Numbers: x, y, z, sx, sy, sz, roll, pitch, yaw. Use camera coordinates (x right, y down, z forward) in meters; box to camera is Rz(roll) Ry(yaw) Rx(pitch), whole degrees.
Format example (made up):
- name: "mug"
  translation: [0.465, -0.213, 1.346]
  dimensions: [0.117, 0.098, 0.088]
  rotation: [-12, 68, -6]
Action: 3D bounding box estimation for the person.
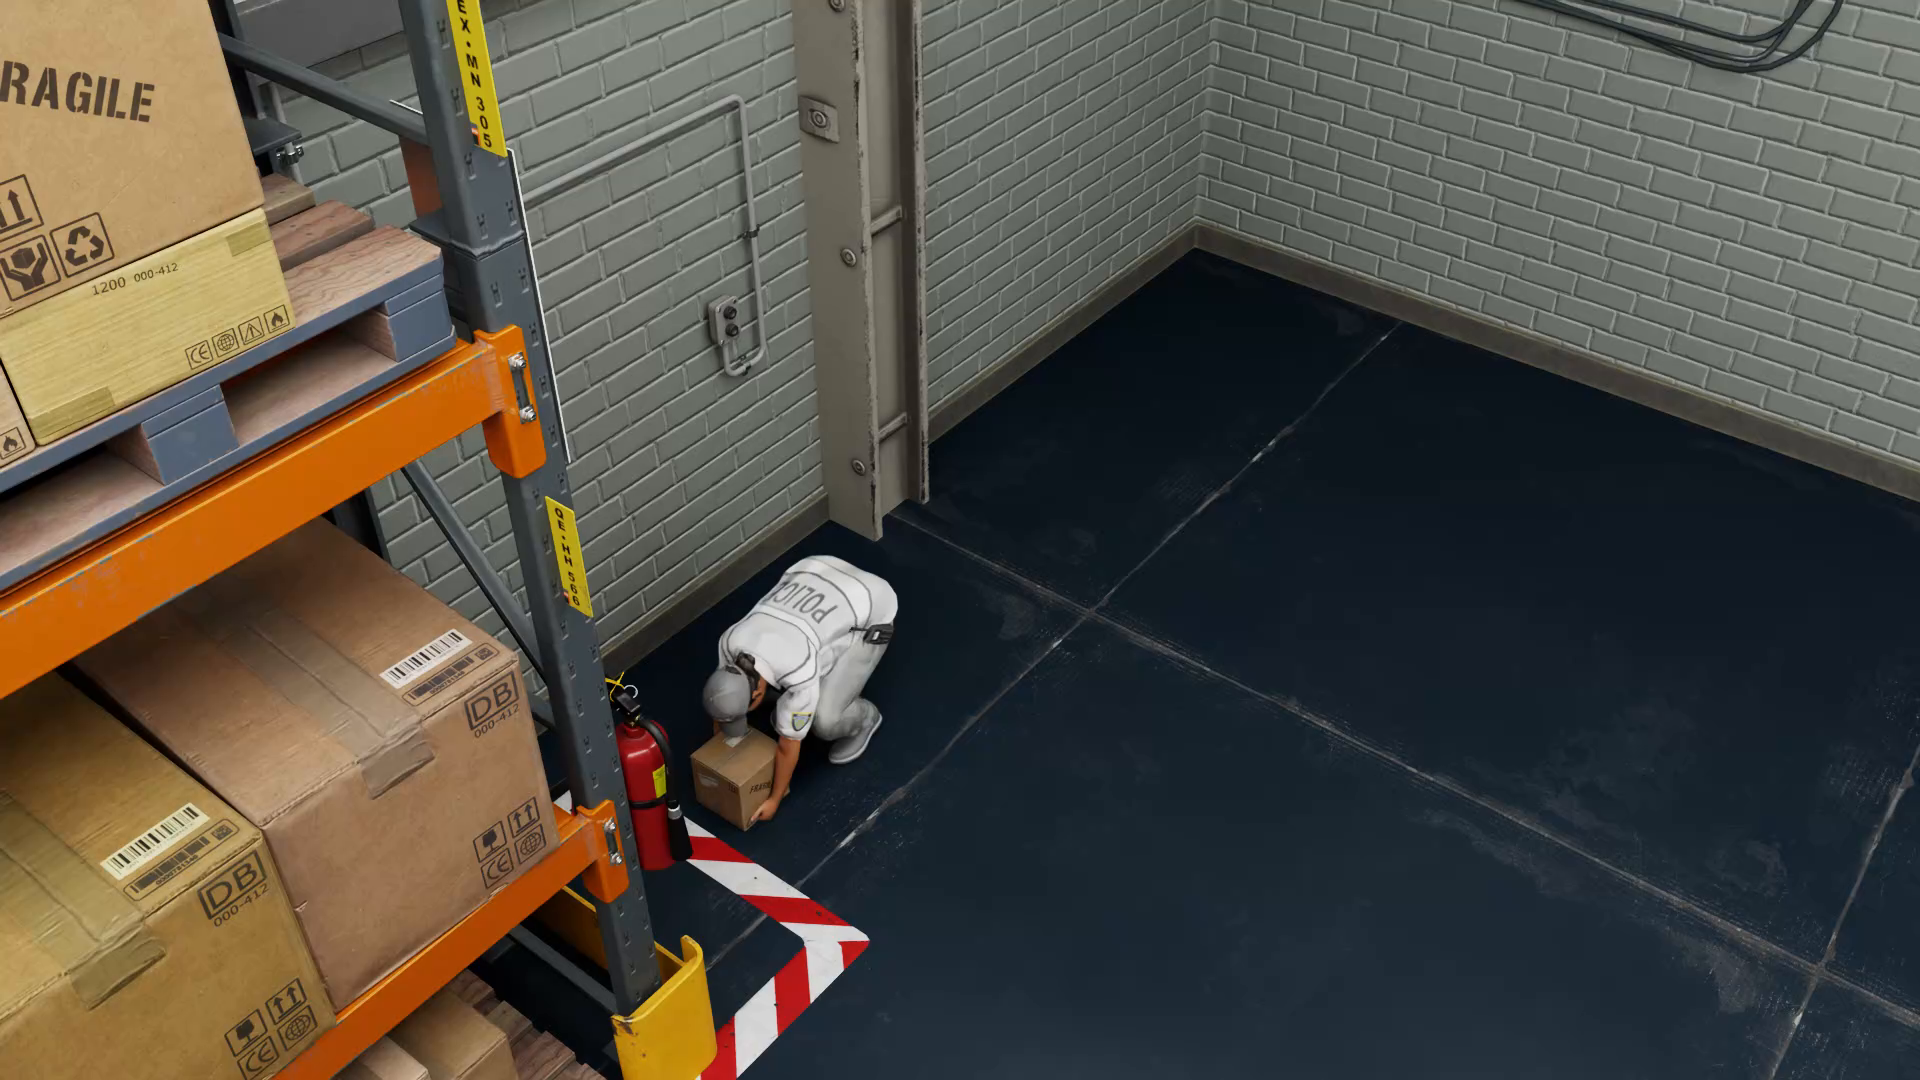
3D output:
- name: "person"
  translation: [-0.615, 0.532, 6.246]
  dimensions: [0.508, 0.754, 0.935]
  rotation: [25, 45, 27]
